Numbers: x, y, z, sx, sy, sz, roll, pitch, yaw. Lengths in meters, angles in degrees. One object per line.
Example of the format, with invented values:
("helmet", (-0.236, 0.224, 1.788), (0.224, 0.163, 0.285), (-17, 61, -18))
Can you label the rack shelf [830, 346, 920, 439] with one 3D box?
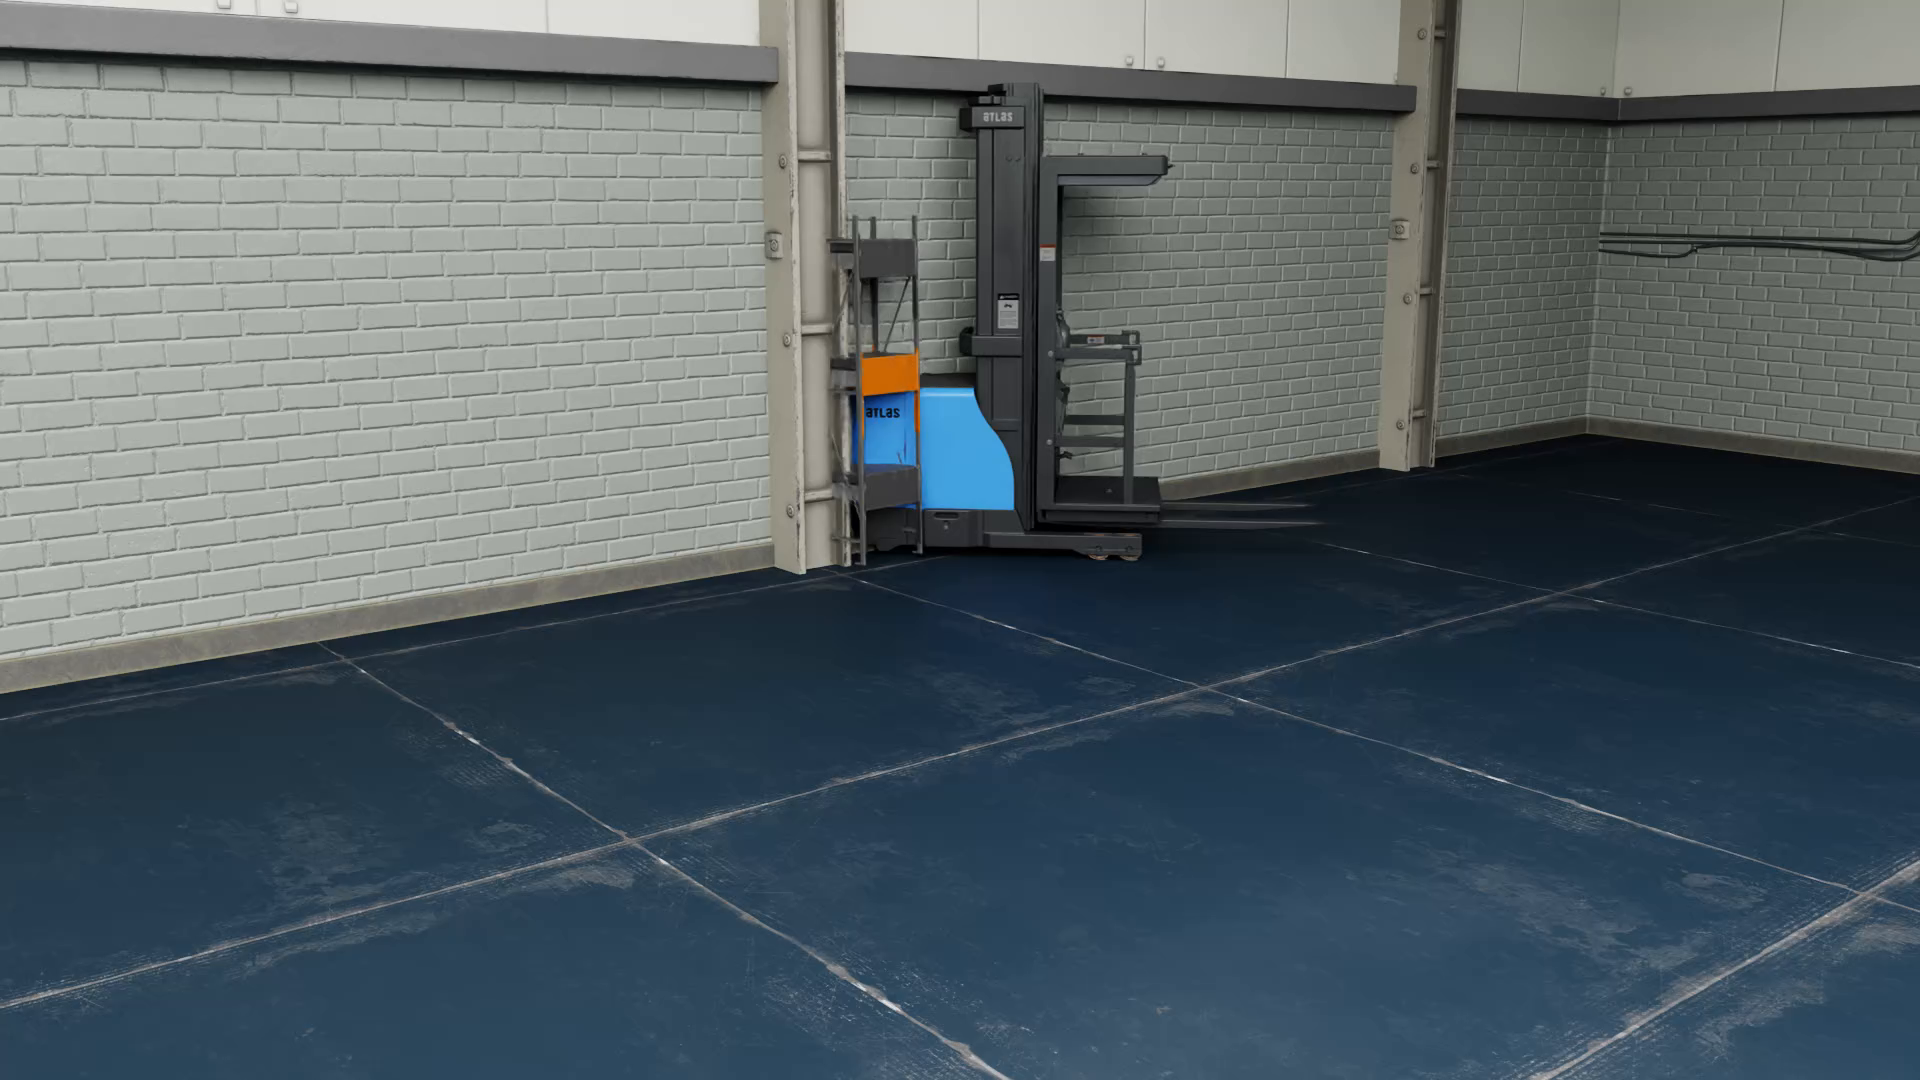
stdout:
("rack shelf", (-0.567, -0.919, 10.276), (0.431, 0.518, 0.480), (9, 15, 43))

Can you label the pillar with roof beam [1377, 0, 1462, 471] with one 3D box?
("pillar with roof beam", (6.451, -4.323, 9.823), (0.400, 9.000, 9.100), (-9, 15, -38))

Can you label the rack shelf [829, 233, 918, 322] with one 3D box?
("rack shelf", (-0.575, -1.607, 10.147), (0.431, 0.518, 0.480), (9, 15, 43))

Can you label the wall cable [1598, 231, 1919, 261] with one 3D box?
("wall cable", (6.888, -3.670, 14.224), (0.112, 2.526, 3.097), (-9, 15, -38))

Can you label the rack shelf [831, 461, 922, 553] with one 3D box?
("rack shelf", (-0.559, -0.231, 10.406), (0.431, 0.518, 0.480), (9, 15, 43))

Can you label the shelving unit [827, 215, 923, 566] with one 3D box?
("shelving unit", (-0.567, -0.932, 10.274), (0.431, 2.100, 0.503), (9, 15, 43))

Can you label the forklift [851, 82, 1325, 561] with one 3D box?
("forklift", (0.840, -1.418, 10.748), (3.031, 2.935, 1.130), (1, 12, 5))

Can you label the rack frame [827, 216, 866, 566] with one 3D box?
("rack frame", (-0.736, -0.898, 10.101), (0.400, 2.100, 0.015), (9, 15, 43))

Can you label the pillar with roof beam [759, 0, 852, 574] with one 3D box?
("pillar with roof beam", (1.765, -3.544, 6.156), (0.400, 9.000, 9.100), (-9, 15, -38))

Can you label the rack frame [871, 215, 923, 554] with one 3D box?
("rack frame", (-0.398, -0.967, 10.446), (0.400, 2.100, 0.015), (9, 15, 43))
